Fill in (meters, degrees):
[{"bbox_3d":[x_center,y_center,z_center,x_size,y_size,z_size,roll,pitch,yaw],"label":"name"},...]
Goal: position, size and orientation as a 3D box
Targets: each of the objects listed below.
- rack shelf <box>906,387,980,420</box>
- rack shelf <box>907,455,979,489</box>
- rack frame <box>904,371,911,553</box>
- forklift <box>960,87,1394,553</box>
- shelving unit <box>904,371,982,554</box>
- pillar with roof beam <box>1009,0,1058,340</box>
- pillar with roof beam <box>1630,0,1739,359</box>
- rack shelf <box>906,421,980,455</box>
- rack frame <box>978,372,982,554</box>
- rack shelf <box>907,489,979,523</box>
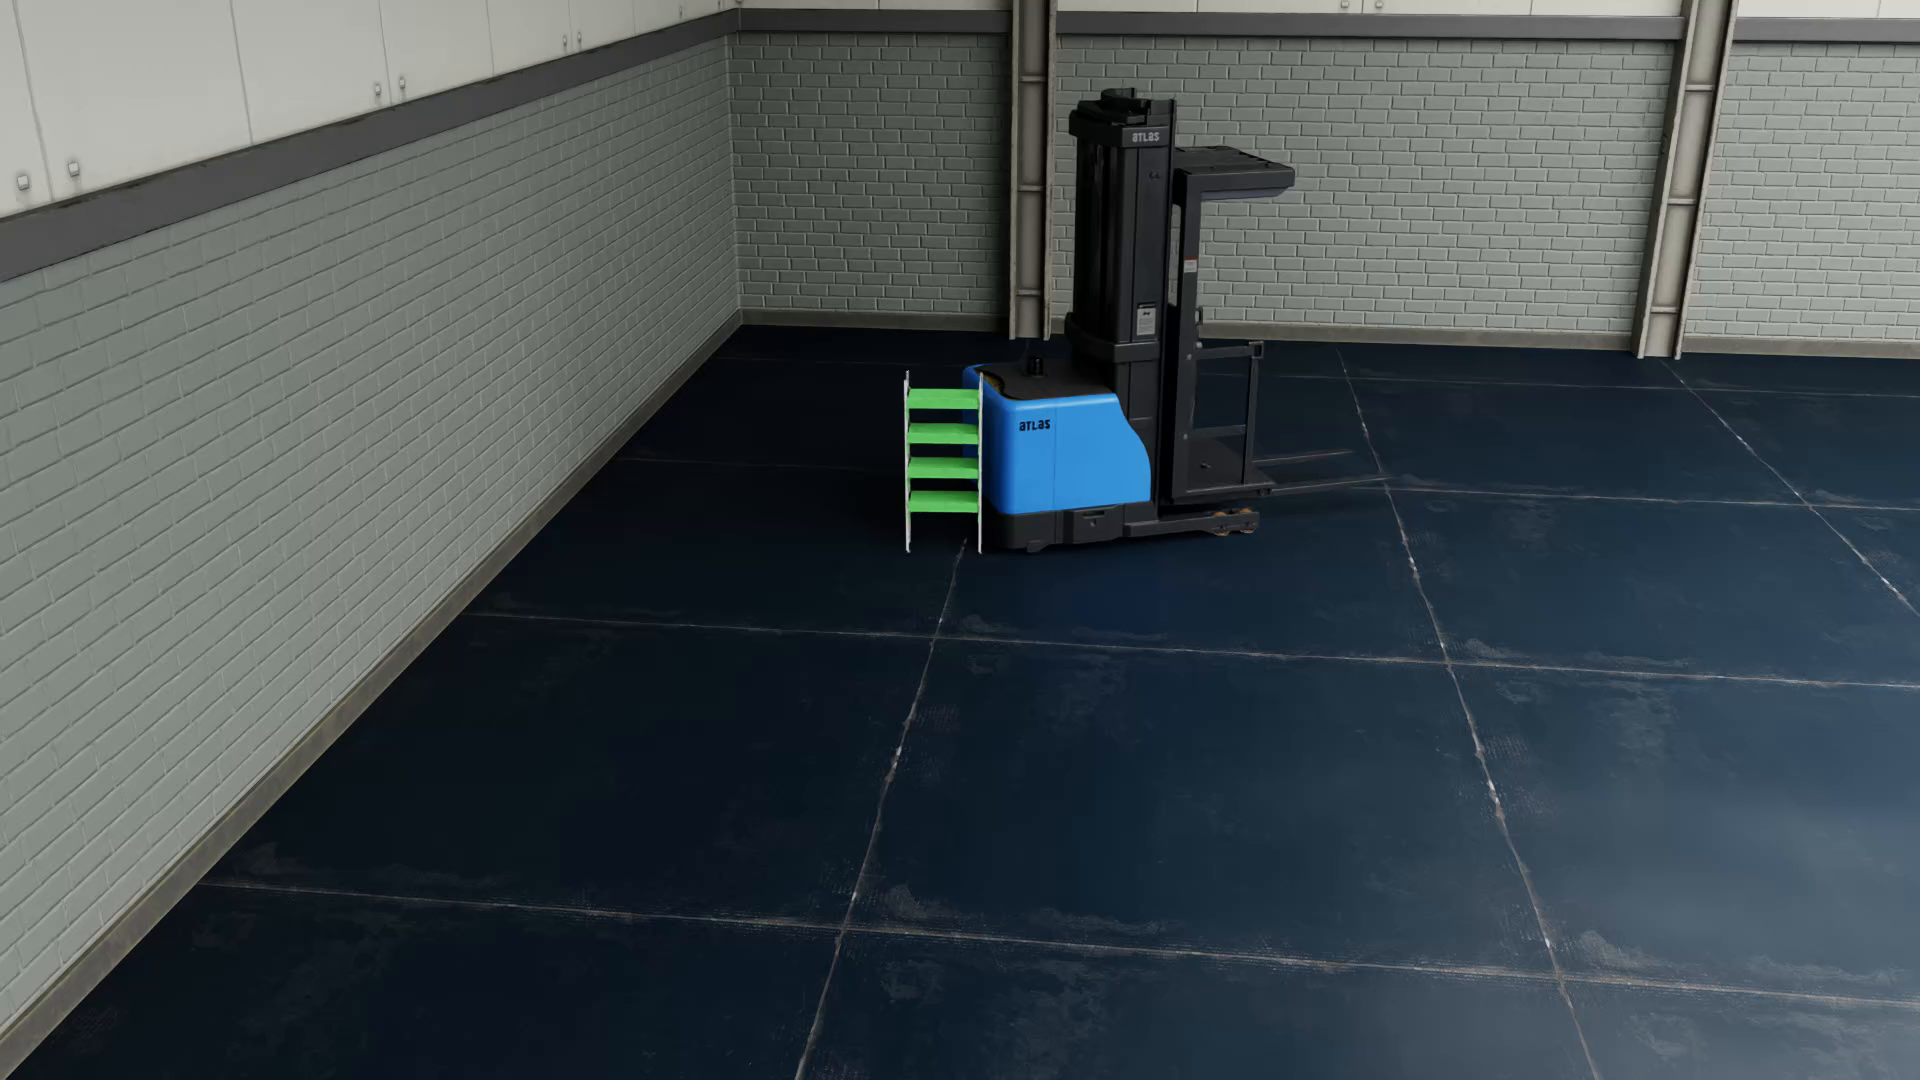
[{"bbox_3d":[-0.107,-0.900,10.952,0.480,0.148,0.258,1,22,2],"label":"rack shelf"},{"bbox_3d":[-0.107,-0.453,11.128,0.480,0.148,0.258,1,22,2],"label":"rack shelf"},{"bbox_3d":[-0.351,-0.516,11.113,0.015,1.200,0.240,1,22,2],"label":"rack frame"},{"bbox_3d":[1.578,-1.568,11.418,3.031,2.935,1.130,-6,22,-15],"label":"forklift"},{"bbox_3d":[-0.107,-0.513,11.105,0.503,1.200,0.258,1,22,2],"label":"shelving unit"},{"bbox_3d":[0.191,-4.651,10.964,0.400,9.000,9.100,2,22,6],"label":"pillar with roof beam"},{"bbox_3d":[6.149,-4.391,10.307,0.400,9.000,9.100,2,22,6],"label":"pillar with roof beam"},{"bbox_3d":[-0.107,-0.677,11.040,0.480,0.148,0.258,1,22,2],"label":"rack shelf"},{"bbox_3d":[0.137,-0.509,11.096,0.015,1.200,0.240,1,22,2],"label":"rack frame"},{"bbox_3d":[-0.107,-0.230,11.217,0.480,0.148,0.258,1,22,2],"label":"rack shelf"}]
